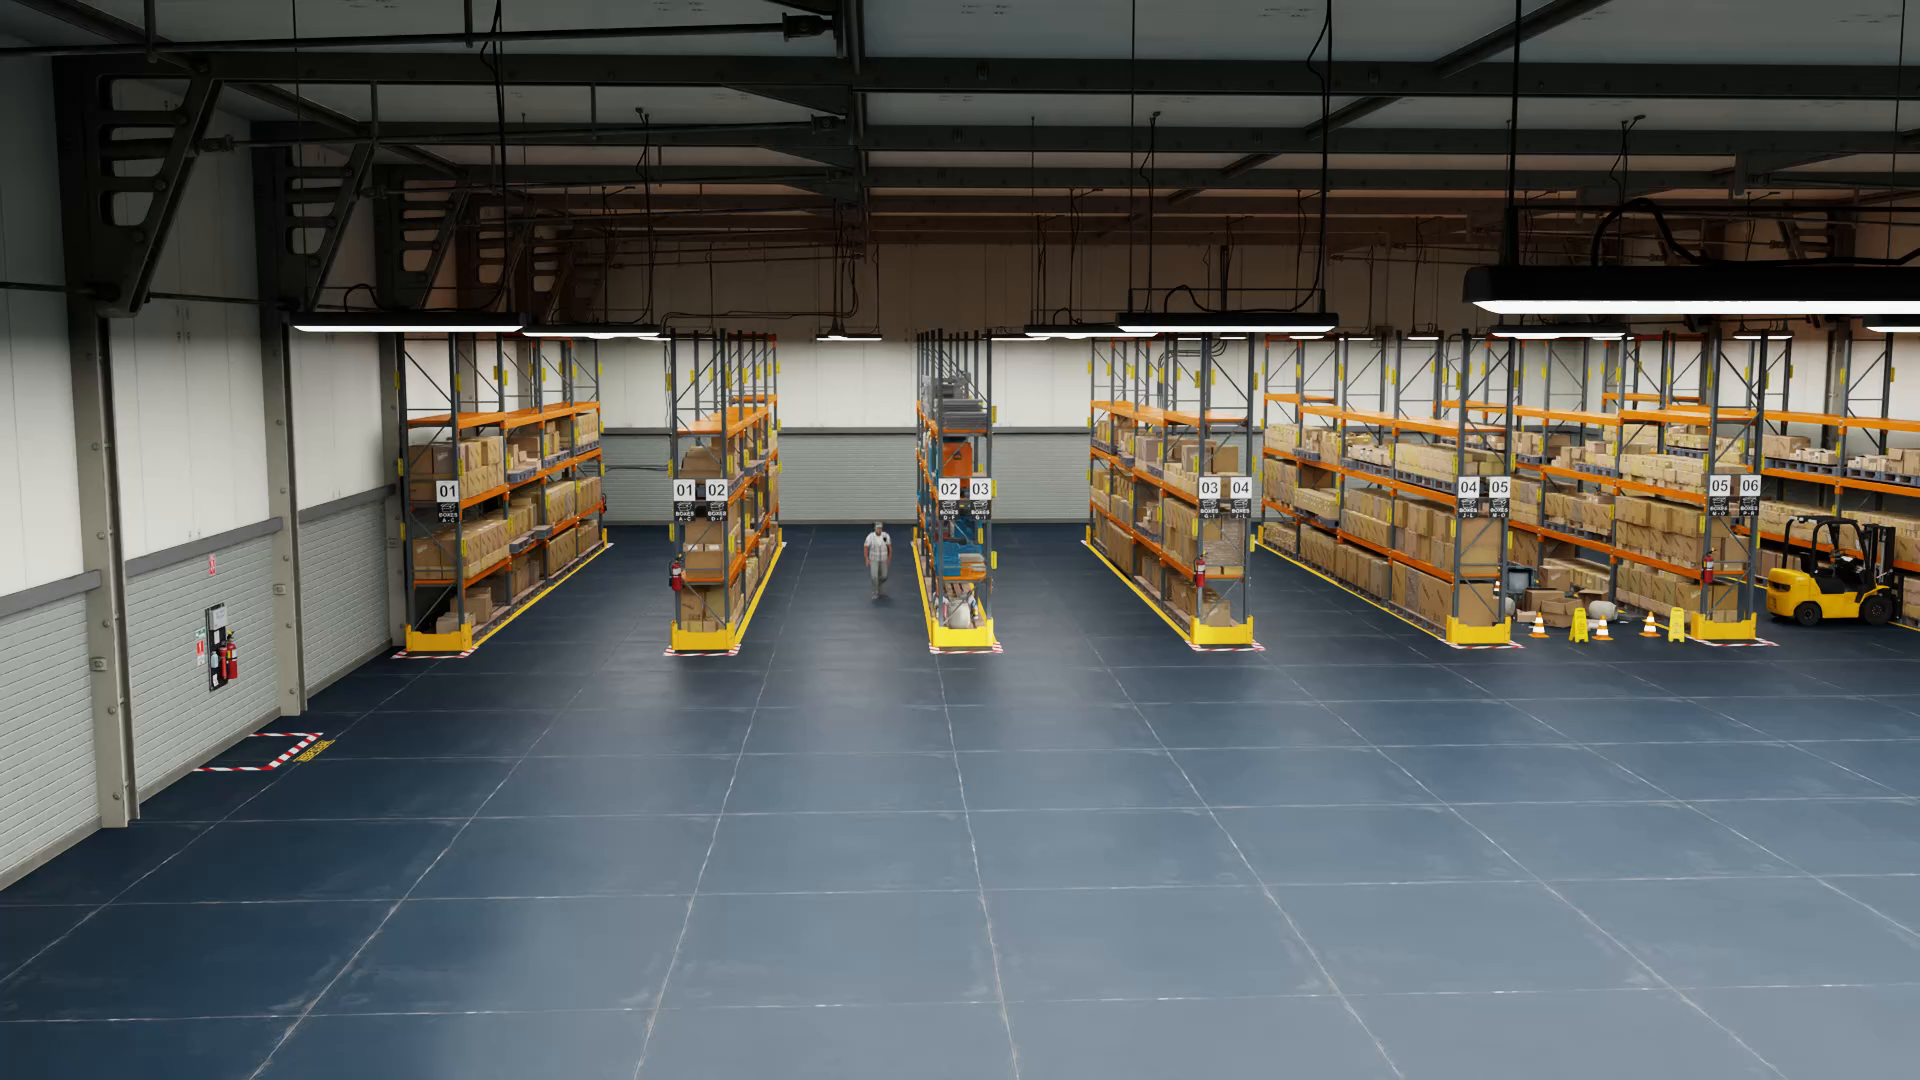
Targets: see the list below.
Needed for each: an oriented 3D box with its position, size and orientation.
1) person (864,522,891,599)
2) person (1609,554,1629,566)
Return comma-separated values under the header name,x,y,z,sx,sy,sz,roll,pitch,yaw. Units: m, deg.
name,x,y,z,sx,sy,sz,roll,pitch,yaw
person,-1.874,0.434,37.688,0.626,1.742,0.660,-2,7,-14
person,16.125,0.135,40.540,0.599,1.659,0.550,0,7,1
